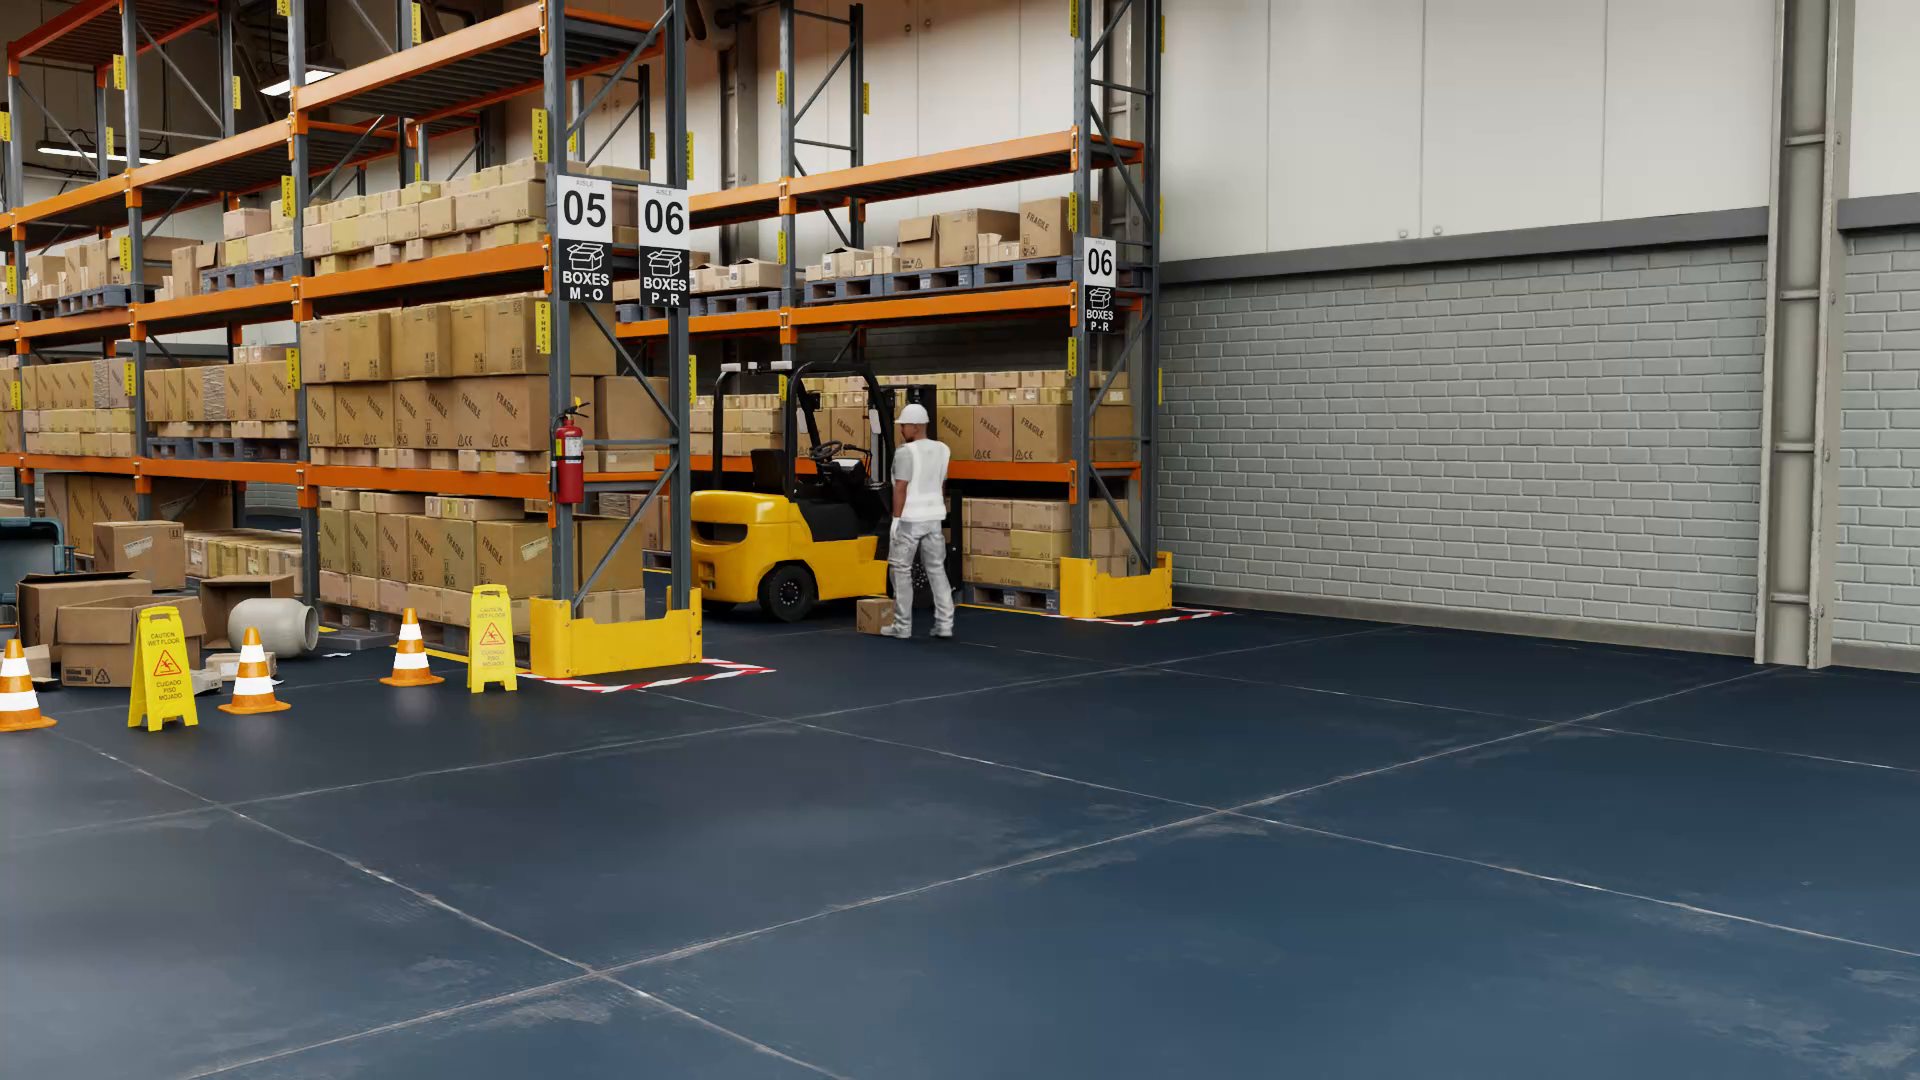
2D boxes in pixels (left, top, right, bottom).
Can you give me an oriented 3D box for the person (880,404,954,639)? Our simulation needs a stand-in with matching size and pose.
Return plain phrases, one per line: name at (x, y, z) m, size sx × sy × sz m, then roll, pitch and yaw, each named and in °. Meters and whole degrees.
person at (-0.342, -0.141, 12.686) m, size 0.562 × 1.784 × 0.532 m, roll -4°, pitch 5°, yaw -43°
